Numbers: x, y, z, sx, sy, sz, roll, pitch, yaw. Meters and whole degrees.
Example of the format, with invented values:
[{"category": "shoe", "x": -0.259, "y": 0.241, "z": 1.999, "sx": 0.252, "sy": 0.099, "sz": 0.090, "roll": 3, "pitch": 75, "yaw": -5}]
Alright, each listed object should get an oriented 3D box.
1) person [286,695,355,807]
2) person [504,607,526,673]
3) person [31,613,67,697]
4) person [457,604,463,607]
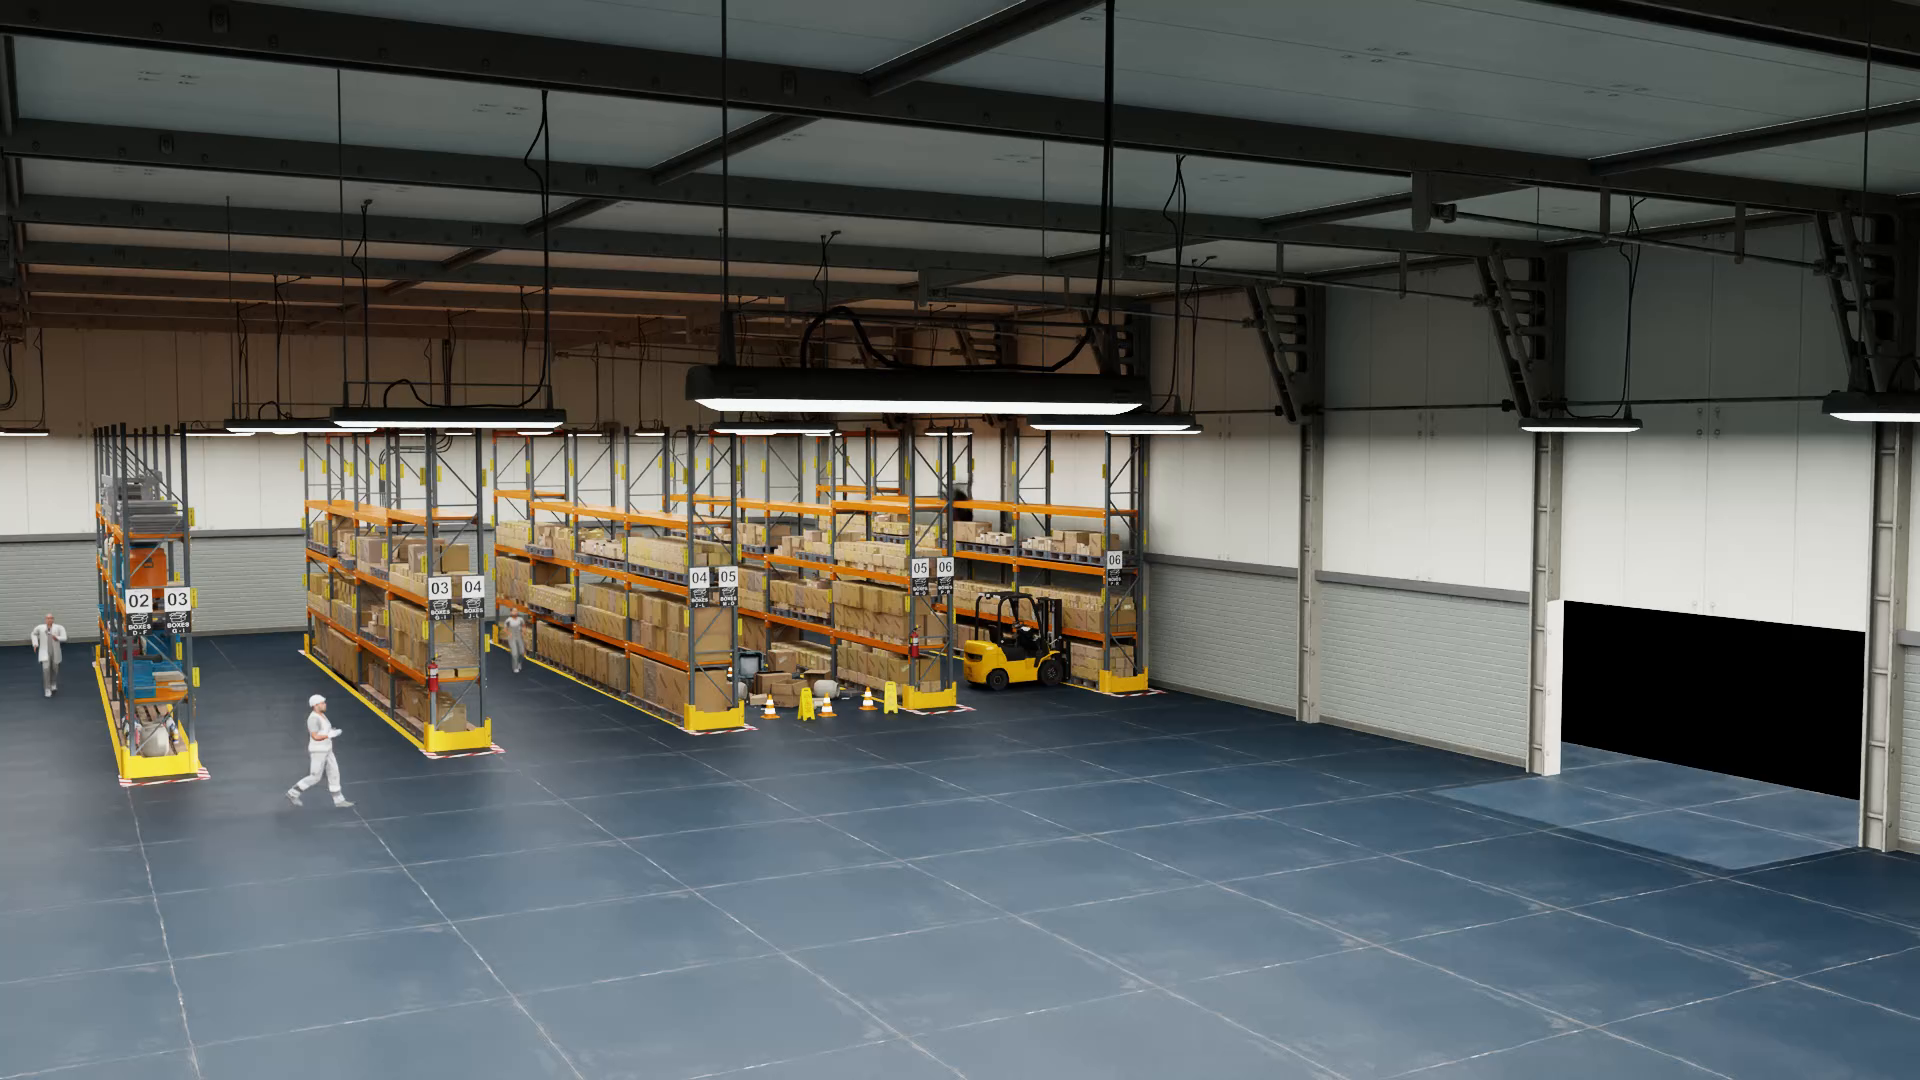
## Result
[{"category": "person", "x": -9.853, "y": 3.258, "z": 25.593, "sx": 0.993, "sy": 1.766, "sz": 0.662, "roll": 0, "pitch": 3, "yaw": -5}, {"category": "person", "x": -10.862, "y": 2.440, "z": 40.647, "sx": 0.526, "sy": 1.626, "sz": 0.527, "roll": -2, "pitch": 4, "yaw": -26}, {"category": "person", "x": -20.430, "y": 2.562, "z": 37.335, "sx": 0.678, "sy": 1.834, "sz": 0.915, "roll": -2, "pitch": 4, "yaw": -34}, {"category": "person", "x": -13.662, "y": 2.130, "z": 45.516, "sx": 0.668, "sy": 1.713, "sz": 0.867, "roll": -1, "pitch": 4, "yaw": -23}]
